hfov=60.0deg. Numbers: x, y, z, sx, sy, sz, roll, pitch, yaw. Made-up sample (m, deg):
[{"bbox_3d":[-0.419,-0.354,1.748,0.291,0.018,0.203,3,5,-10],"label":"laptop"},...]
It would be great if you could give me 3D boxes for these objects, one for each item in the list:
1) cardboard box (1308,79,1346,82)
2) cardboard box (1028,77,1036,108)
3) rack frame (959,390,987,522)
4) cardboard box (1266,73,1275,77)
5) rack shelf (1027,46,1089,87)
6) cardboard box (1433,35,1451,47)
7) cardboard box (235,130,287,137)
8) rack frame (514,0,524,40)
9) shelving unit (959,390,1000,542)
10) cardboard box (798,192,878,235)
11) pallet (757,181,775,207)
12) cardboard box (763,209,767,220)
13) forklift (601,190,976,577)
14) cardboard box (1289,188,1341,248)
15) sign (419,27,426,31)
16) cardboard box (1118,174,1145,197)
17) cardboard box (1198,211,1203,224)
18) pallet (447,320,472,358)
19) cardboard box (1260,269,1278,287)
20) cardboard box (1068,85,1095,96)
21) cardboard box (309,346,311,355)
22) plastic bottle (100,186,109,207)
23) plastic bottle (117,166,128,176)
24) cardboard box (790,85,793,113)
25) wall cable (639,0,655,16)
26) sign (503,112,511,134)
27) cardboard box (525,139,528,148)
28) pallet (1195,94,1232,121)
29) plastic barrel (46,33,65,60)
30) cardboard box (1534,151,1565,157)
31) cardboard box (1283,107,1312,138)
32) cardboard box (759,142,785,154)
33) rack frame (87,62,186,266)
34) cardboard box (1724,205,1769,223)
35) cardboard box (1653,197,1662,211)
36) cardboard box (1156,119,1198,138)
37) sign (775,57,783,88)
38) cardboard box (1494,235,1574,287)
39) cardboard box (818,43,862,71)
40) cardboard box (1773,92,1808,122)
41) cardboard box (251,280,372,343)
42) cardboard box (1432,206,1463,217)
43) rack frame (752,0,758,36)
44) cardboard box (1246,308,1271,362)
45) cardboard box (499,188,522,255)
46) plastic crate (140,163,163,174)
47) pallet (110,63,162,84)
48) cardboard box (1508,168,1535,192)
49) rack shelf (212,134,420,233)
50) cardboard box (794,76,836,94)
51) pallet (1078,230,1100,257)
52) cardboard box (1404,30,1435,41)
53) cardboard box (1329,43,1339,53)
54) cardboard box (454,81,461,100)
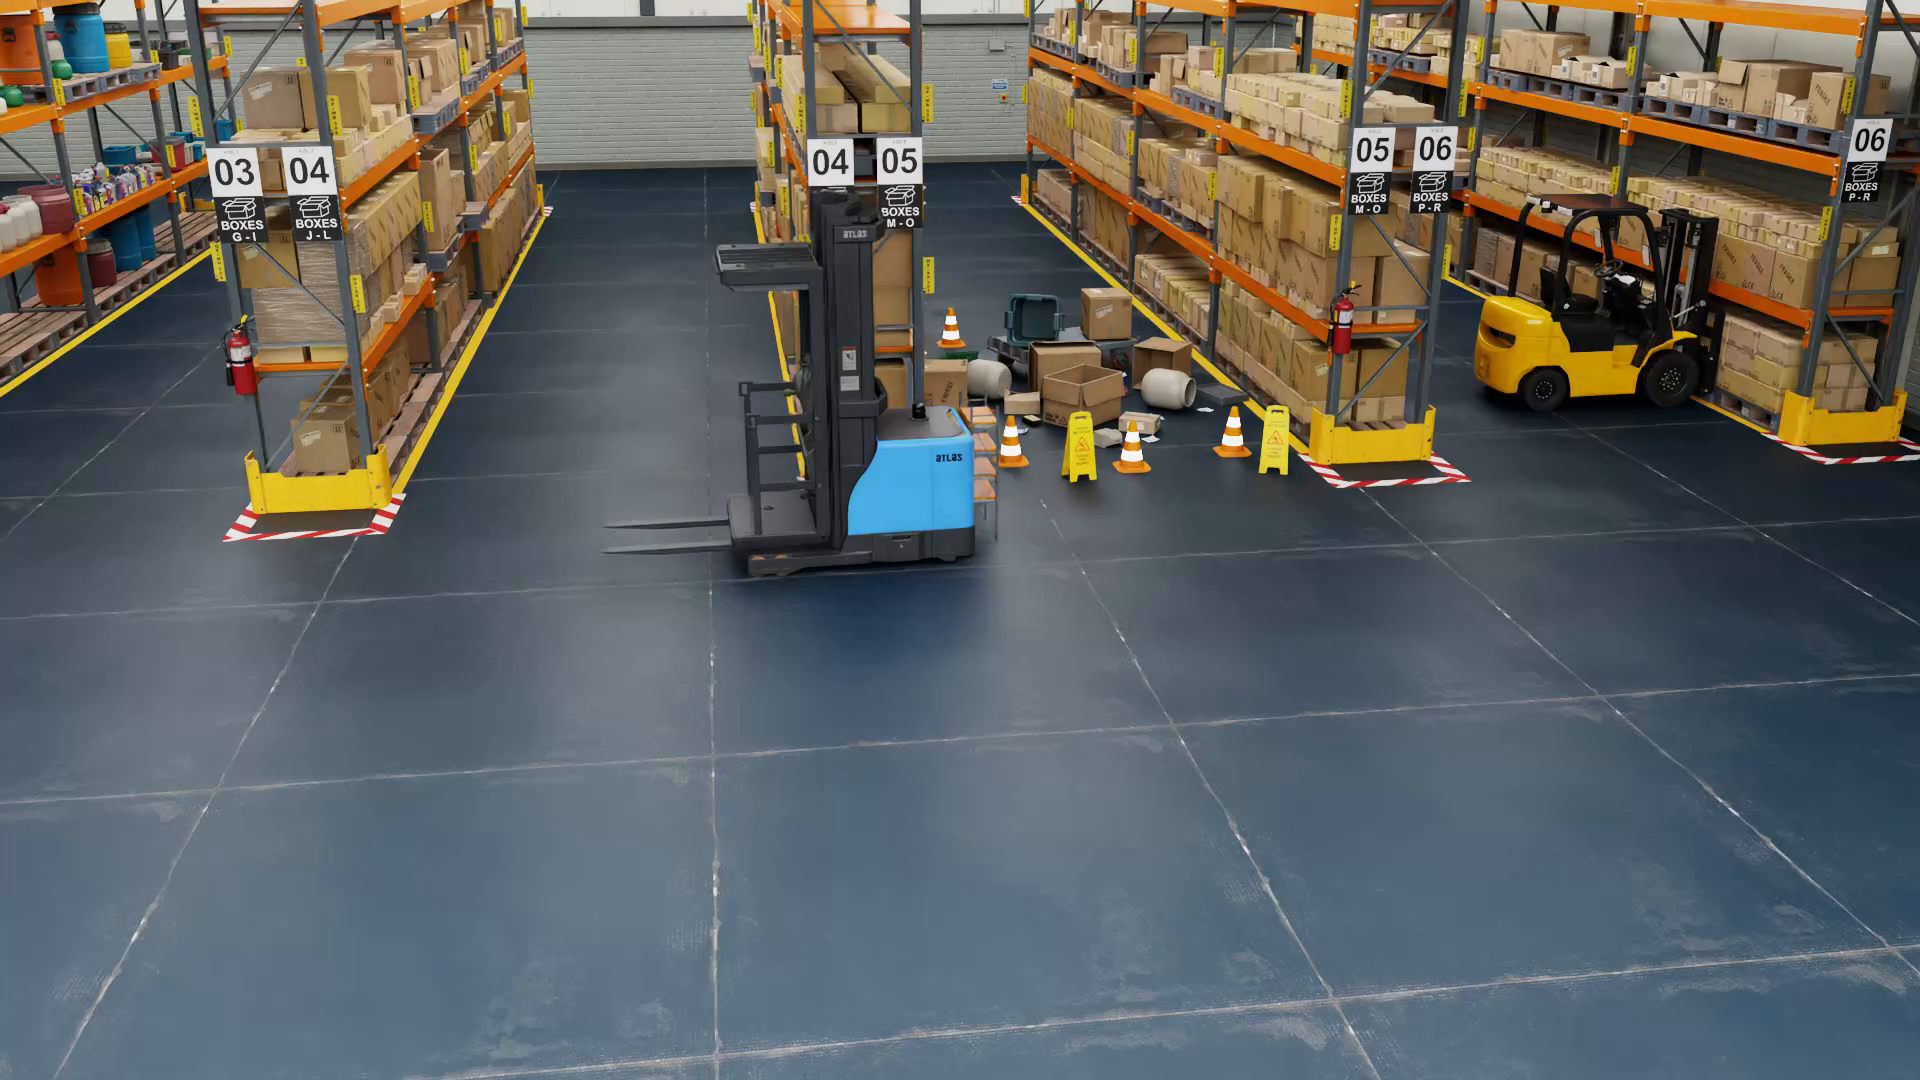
[{"bbox_3d":[3.965,-4.880,17.928,0.380,0.149,0.250,-2,21,-6],"label":"cardboard box"},{"bbox_3d":[1.532,-8.071,29.967,0.500,0.500,0.500,-3,21,-9],"label":"cardboard box"},{"bbox_3d":[0.115,-0.716,14.419,0.240,1.200,0.015,-4,21,-10],"label":"rack frame"},{"bbox_3d":[3.787,-5.336,19.543,0.500,0.250,0.500,-3,21,-9],"label":"cardboard box"},{"bbox_3d":[2.033,-8.112,28.390,1.077,0.370,4.000,-3,21,-8],"label":"rack shelf"},{"bbox_3d":[7.279,-7.433,24.762,0.380,0.149,0.250,-3,21,-8],"label":"cardboard box"},{"bbox_3d":[-6.234,-3.570,14.845,0.380,0.149,0.250,-3,21,-7],"label":"cardboard box"},{"bbox_3d":[-8.062,-10.047,28.255,1.000,3.000,0.127,-3,21,-8],"label":"rack frame"},{"bbox_3d":[0.159,-0.632,14.195,0.258,1.200,0.503,-4,21,-10],"label":"shelving unit"},{"bbox_3d":[-1.170,-3.182,16.692,0.875,0.550,0.500,-3,21,-8],"label":"cardboard box"},{"bbox_3d":[-2.194,-4.834,23.145,1.213,0.211,1.003,-3,21,-8],"label":"pallet"},{"bbox_3d":[-3.030,-5.346,27.291,0.380,0.149,0.250,-4,21,-10],"label":"cardboard box"},{"bbox_3d":[-1.439,-1.272,13.433,3.031,2.935,1.130,-4,21,-9],"label":"forklift"},{"bbox_3d":[3.696,-3.193,16.481,0.700,0.500,0.500,-3,21,-7],"label":"cardboard box"},{"bbox_3d":[-8.035,-7.508,24.892,0.100,0.325,0.005,-3,21,-8],"label":"sign"},{"bbox_3d":[2.568,-5.059,23.687,0.500,0.250,0.500,-4,21,-10],"label":"cardboard box"},{"bbox_3d":[3.106,-3.917,20.176,0.380,0.149,0.250,-4,21,-9],"label":"cardboard box"},{"bbox_3d":[-6.625,-2.469,20.524,1.003,0.211,1.213,-3,21,-8],"label":"pallet"},{"bbox_3d":[3.441,-2.810,17.811,0.380,0.149,0.250,-3,21,-8],"label":"cardboard box"},{"bbox_3d":[1.962,-7.261,26.872,0.380,0.149,0.250,-3,21,-9],"label":"cardboard box"},{"bbox_3d":[-6.037,-1.754,14.985,0.380,0.149,0.250,-3,21,-8],"label":"cardboard box"},{"bbox_3d":[-11.676,-4.685,22.655,0.097,0.271,0.097,0,20,0],"label":"plastic bottle"},{"bbox_3d":[-12.047,-5.206,23.938,0.144,0.351,0.185,-3,21,-8],"label":"plastic bottle"},{"bbox_3d":[-1.395,-4.307,16.220,0.500,0.250,0.500,-3,21,-7],"label":"cardboard box"},{"bbox_3d":[-5.467,-13.686,33.400,2.277,5.999,0.120,-3,21,-8],"label":"wall cable"},{"bbox_3d":[-6.950,-6.388,25.491,0.100,0.325,0.005,-3,21,-8],"label":"sign"},{"bbox_3d":[-7.576,-6.749,28.357,0.380,0.149,0.250,-3,21,-7],"label":"cardboard box"},{"bbox_3d":[3.491,-5.118,19.614,1.213,0.211,1.003,-3,21,-8],"label":"pallet"},{"bbox_3d":[-12.215,-6.489,22.221,0.433,0.535,0.433,0,20,0],"label":"plastic barrel"},{"bbox_3d":[8.181,-5.289,23.020,0.380,0.149,0.250,-3,21,-8],"label":"cardboard box"},{"bbox_3d":[3.559,-4.188,16.645,0.500,0.250,0.500,-2,21,-6],"label":"cardboard box"},{"bbox_3d":[-2.695,-5.634,23.923,0.380,0.149,0.250,-2,21,-5],"label":"cardboard box"},{"bbox_3d":[-12.387,-5.602,24.928,1.000,3.000,0.127,-3,21,-8],"label":"rack frame"},{"bbox_3d":[8.419,-3.489,17.775,0.380,0.149,0.250,-3,21,-7],"label":"cardboard box"},{"bbox_3d":[8.275,-3.882,19.253,0.380,0.149,0.250,-3,21,-8],"label":"cardboard box"},{"bbox_3d":[3.068,-5.665,23.525,0.500,0.500,0.500,-4,21,-10],"label":"cardboard box"},{"bbox_3d":[-1.945,-5.061,18.004,0.100,0.325,0.005,-3,21,-8],"label":"sign"},{"bbox_3d":[7.987,-3.860,23.058,0.875,0.625,0.625,-2,21,-6],"label":"cardboard box"},{"bbox_3d":[-1.459,-5.790,20.258,0.500,0.500,0.500,-3,21,-8],"label":"cardboard box"},{"bbox_3d":[8.505,-4.394,16.855,0.396,0.266,0.258,-3,21,-8],"label":"cardboard box"},{"bbox_3d":[-5.808,-2.075,14.917,0.875,0.500,0.500,-3,21,-8],"label":"cardboard box"},{"bbox_3d":[7.430,-4.986,25.325,0.380,0.149,0.250,-2,21,-6],"label":"cardboard box"},{"bbox_3d":[-3.139,-10.262,28.831,1.000,3.000,0.127,-3,21,-8],"label":"rack frame"},{"bbox_3d":[3.454,-2.260,18.237,0.500,0.500,0.500,-2,21,-5],"label":"cardboard box"},{"bbox_3d":[-7.374,-4.833,25.305,1.225,0.875,0.875,-3,21,-8],"label":"cardboard box"},{"bbox_3d":[-12.312,-5.675,25.415,0.396,0.136,0.243,-3,21,-8],"label":"plastic crate"},{"bbox_3d":[-12.177,-6.652,23.723,1.213,0.211,1.003,-3,21,-8],"label":"pallet"},{"bbox_3d":[7.760,-4.861,22.443,0.500,0.250,0.500,-3,21,-9],"label":"cardboard box"},{"bbox_3d":[-6.044,-3.458,15.928,1.077,0.370,4.000,-3,21,-8],"label":"rack shelf"},{"bbox_3d":[-1.328,-4.181,15.313,0.380,0.149,0.250,-3,21,-7],"label":"cardboard box"},{"bbox_3d":[2.507,-4.782,26.718,1.003,0.211,1.213,-3,21,-8],"label":"pallet"},{"bbox_3d":[7.103,-7.796,25.706,0.380,0.149,0.250,-3,21,-7],"label":"cardboard box"},{"bbox_3d":[6.637,-8.532,28.845,0.380,0.149,0.250,-2,21,-7],"label":"cardboard box"},{"bbox_3d":[-6.598,-5.650,20.983,0.500,0.250,0.500,-3,21,-8],"label":"cardboard box"}]
